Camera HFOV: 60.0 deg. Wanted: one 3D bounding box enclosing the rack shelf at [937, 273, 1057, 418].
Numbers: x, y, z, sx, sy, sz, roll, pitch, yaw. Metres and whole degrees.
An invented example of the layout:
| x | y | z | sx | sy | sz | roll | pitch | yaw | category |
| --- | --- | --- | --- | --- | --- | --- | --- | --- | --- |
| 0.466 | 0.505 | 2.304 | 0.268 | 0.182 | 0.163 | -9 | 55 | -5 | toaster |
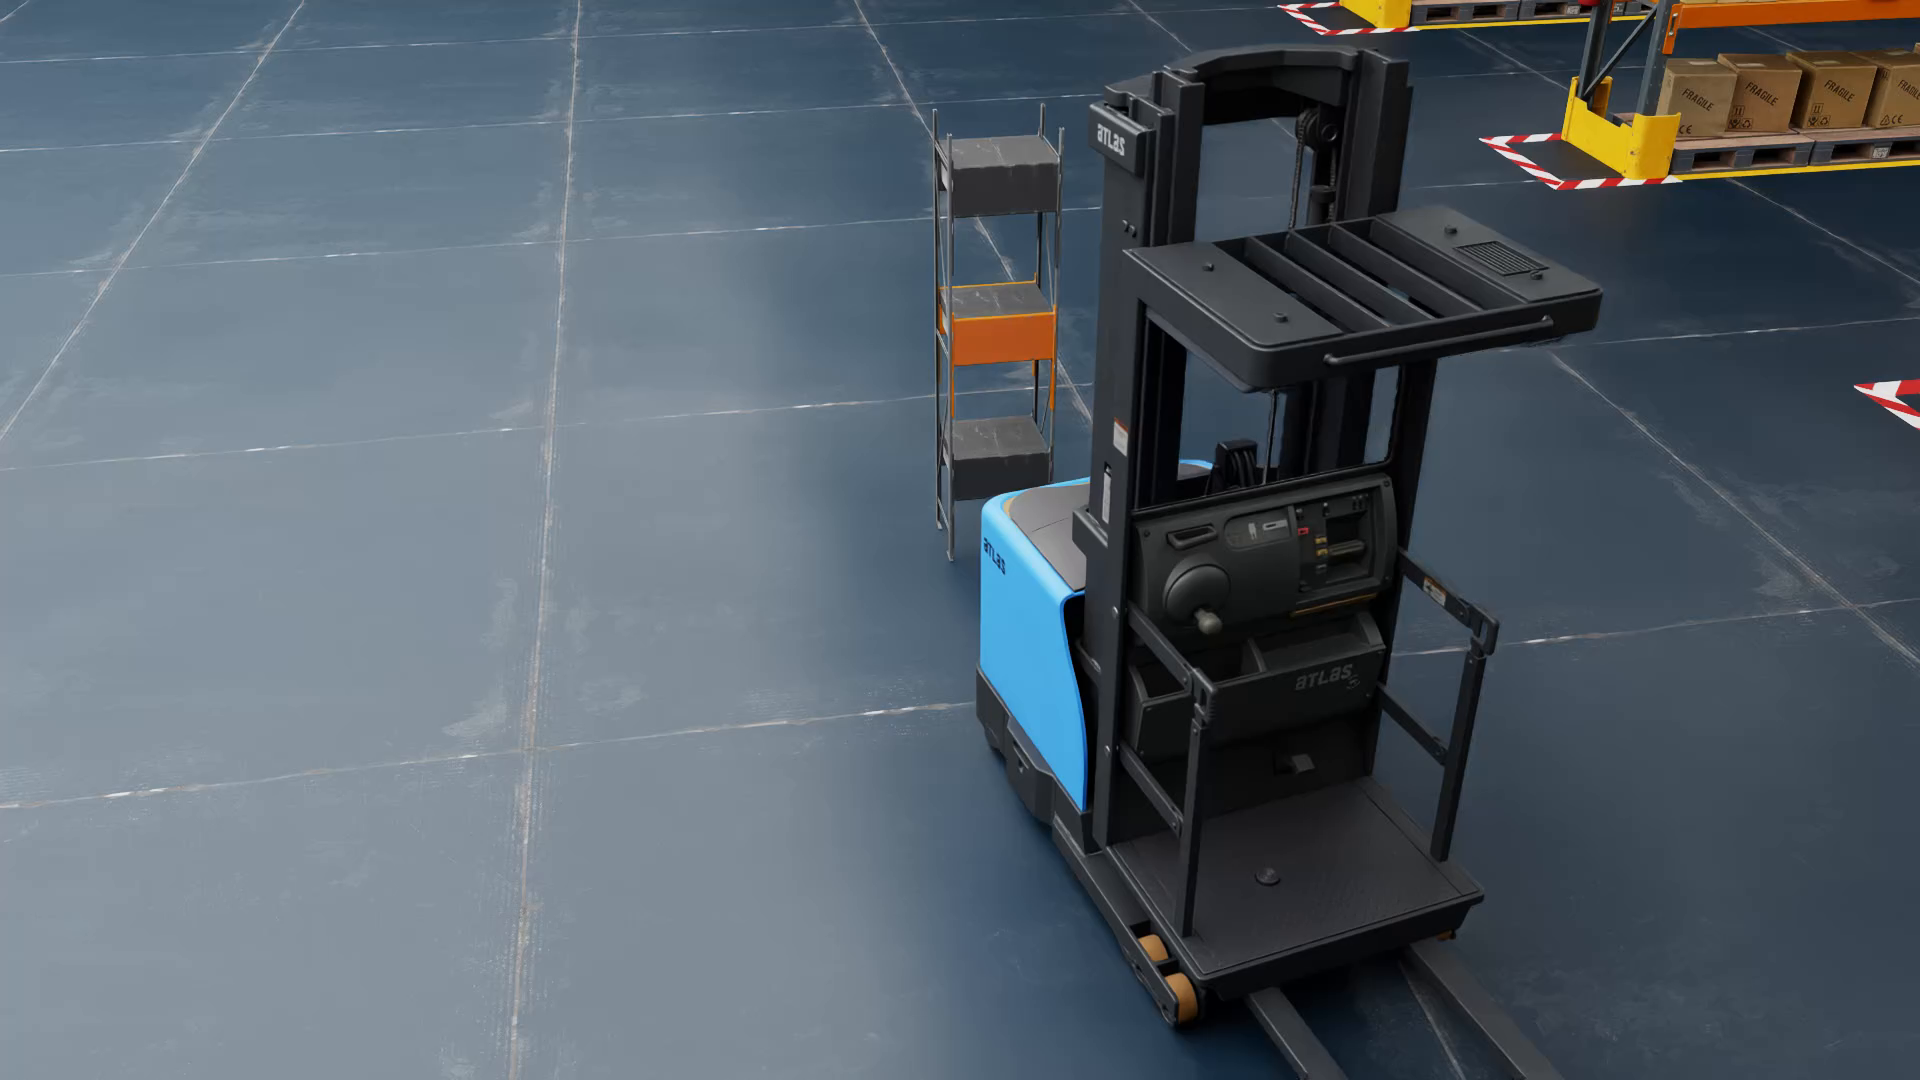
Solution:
| x | y | z | sx | sy | sz | roll | pitch | yaw | category |
| --- | --- | --- | --- | --- | --- | --- | --- | --- | --- |
| 0.163 | -0.908 | 7.750 | 0.480 | 0.518 | 0.431 | -5 | 31 | -9 | rack shelf |

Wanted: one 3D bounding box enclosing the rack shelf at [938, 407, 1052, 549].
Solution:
| x | y | z | sx | sy | sz | roll | pitch | yaw | category |
| --- | --- | --- | --- | --- | --- | --- | --- | --- | --- |
| 0.163 | -0.305 | 8.105 | 0.480 | 0.518 | 0.431 | -5 | 31 | -9 | rack shelf |

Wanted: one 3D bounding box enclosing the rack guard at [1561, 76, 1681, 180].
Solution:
| x | y | z | sx | sy | sz | roll | pitch | yaw | category |
| --- | --- | --- | --- | --- | --- | --- | --- | --- | --- |
| 5.326 | -3.345 | 13.446 | 0.348 | 0.500 | 1.175 | -5 | 31 | -9 | rack guard |

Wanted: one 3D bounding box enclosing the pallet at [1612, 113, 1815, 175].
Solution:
| x | y | z | sx | sy | sz | roll | pitch | yaw | category |
| --- | --- | --- | --- | --- | --- | --- | --- | --- | --- |
| 6.131 | -3.277 | 13.615 | 1.213 | 0.211 | 1.003 | -5 | 31 | -9 | pallet |

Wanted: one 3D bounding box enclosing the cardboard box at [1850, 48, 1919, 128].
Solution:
| x | y | z | sx | sy | sz | roll | pitch | yaw | category |
| --- | --- | --- | --- | --- | --- | --- | --- | --- | --- |
| 7.626 | -3.716 | 13.662 | 0.500 | 0.500 | 0.500 | -8 | 31 | -13 | cardboard box |

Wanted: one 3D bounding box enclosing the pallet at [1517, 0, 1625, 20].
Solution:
| x | y | z | sx | sy | sz | roll | pitch | yaw | category |
| --- | --- | --- | --- | --- | --- | --- | --- | --- | --- |
| 6.423 | -5.895 | 18.067 | 1.213 | 0.211 | 1.003 | -5 | 31 | -9 | pallet |

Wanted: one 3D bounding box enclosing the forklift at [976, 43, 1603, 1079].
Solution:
| x | y | z | sx | sy | sz | roll | pitch | yaw | category |
| --- | --- | --- | --- | --- | --- | --- | --- | --- | --- |
| 1.080 | 0.099 | 5.190 | 1.130 | 2.935 | 3.031 | -11 | 32 | -19 | forklift |

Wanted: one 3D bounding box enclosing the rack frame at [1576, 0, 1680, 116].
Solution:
| x | y | z | sx | sy | sz | roll | pitch | yaw | category |
| --- | --- | --- | --- | --- | --- | --- | --- | --- | --- |
| 5.251 | -4.416 | 12.801 | 0.127 | 3.000 | 1.000 | -5 | 31 | -9 | rack frame |

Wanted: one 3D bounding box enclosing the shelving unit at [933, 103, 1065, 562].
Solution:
| x | y | z | sx | sy | sz | roll | pitch | yaw | category |
| --- | --- | --- | --- | --- | --- | --- | --- | --- | --- |
| 0.163 | -0.920 | 7.743 | 0.503 | 2.100 | 0.431 | -5 | 31 | -9 | shelving unit |

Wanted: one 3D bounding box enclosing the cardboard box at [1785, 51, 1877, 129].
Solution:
| x | y | z | sx | sy | sz | roll | pitch | yaw | category |
| --- | --- | --- | --- | --- | --- | --- | --- | --- | --- |
| 7.069 | -3.687 | 13.614 | 0.500 | 0.500 | 0.500 | -3 | 31 | -4 | cardboard box |

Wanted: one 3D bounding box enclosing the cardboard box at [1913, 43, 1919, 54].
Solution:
| x | y | z | sx | sy | sz | roll | pitch | yaw | category |
| --- | --- | --- | --- | --- | --- | --- | --- | --- | --- |
| 8.223 | -3.812 | 13.825 | 0.500 | 0.500 | 0.500 | 4 | 31 | 7 | cardboard box |

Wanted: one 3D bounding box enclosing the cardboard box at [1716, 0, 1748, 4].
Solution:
| x | y | z | sx | sy | sz | roll | pitch | yaw | category |
| --- | --- | --- | --- | --- | --- | --- | --- | --- | --- |
| 5.824 | -4.228 | 12.729 | 0.250 | 0.149 | 0.380 | -5 | 31 | -9 | cardboard box |

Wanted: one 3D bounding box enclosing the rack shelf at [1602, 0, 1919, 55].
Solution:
| x | y | z | sx | sy | sz | roll | pitch | yaw | category |
| --- | --- | --- | --- | --- | --- | --- | --- | --- | --- |
| 7.218 | -4.288 | 13.294 | 4.000 | 0.370 | 1.077 | -5 | 31 | -9 | rack shelf |

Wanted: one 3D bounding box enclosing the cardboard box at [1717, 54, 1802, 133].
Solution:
| x | y | z | sx | sy | sz | roll | pitch | yaw | category |
| --- | --- | --- | --- | --- | --- | --- | --- | --- | --- |
| 6.450 | -3.640 | 13.532 | 0.500 | 0.500 | 0.500 | 2 | 31 | 4 | cardboard box |

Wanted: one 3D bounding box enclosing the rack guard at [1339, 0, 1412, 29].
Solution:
| x | y | z | sx | sy | sz | roll | pitch | yaw | category |
| --- | --- | --- | --- | --- | --- | --- | --- | --- | --- |
| 4.425 | -5.838 | 17.686 | 0.348 | 0.500 | 1.175 | -5 | 31 | -9 | rack guard |

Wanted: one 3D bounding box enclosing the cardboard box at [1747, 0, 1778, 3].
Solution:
| x | y | z | sx | sy | sz | roll | pitch | yaw | category |
| --- | --- | --- | --- | --- | --- | --- | --- | --- | --- |
| 6.072 | -4.243 | 12.755 | 0.250 | 0.149 | 0.380 | -5 | 31 | -9 | cardboard box |

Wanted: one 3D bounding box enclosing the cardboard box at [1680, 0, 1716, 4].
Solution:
| x | y | z | sx | sy | sz | roll | pitch | yaw | category |
| --- | --- | --- | --- | --- | --- | --- | --- | --- | --- |
| 5.574 | -4.215 | 12.706 | 0.250 | 0.149 | 0.380 | -5 | 31 | -9 | cardboard box |

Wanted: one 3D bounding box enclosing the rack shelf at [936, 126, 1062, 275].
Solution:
| x | y | z | sx | sy | sz | roll | pitch | yaw | category |
| --- | --- | --- | --- | --- | --- | --- | --- | --- | --- |
| 0.163 | -1.512 | 7.396 | 0.480 | 0.518 | 0.431 | -5 | 31 | -9 | rack shelf |

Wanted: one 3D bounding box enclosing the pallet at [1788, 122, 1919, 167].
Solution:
| x | y | z | sx | sy | sz | roll | pitch | yaw | category |
| --- | --- | --- | --- | --- | --- | --- | --- | --- | --- |
| 7.329 | -3.387 | 13.802 | 1.213 | 0.211 | 1.003 | -5 | 31 | -9 | pallet |

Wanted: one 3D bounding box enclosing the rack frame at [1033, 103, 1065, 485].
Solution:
| x | y | z | sx | sy | sz | roll | pitch | yaw | category |
| --- | --- | --- | --- | --- | --- | --- | --- | --- | --- |
| 0.403 | -0.943 | 7.781 | 0.015 | 2.100 | 0.400 | -5 | 31 | -9 | rack frame |

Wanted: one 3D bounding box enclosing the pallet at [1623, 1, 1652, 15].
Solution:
| x | y | z | sx | sy | sz | roll | pitch | yaw | category |
| --- | --- | --- | --- | --- | --- | --- | --- | --- | --- |
| 7.625 | -6.008 | 18.259 | 1.213 | 0.211 | 1.003 | -5 | 31 | -9 | pallet |

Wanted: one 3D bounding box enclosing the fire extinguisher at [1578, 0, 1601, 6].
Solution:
| x | y | z | sx | sy | sz | roll | pitch | yaw | category |
| --- | --- | --- | --- | --- | --- | --- | --- | --- | --- |
| 5.055 | -4.602 | 13.193 | 0.183 | 0.674 | 0.296 | -5 | 31 | -9 | fire extinguisher |

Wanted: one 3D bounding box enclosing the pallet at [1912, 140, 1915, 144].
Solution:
| x | y | z | sx | sy | sz | roll | pitch | yaw | category |
| --- | --- | --- | --- | --- | --- | --- | --- | --- | --- |
| 8.531 | -3.500 | 13.994 | 1.213 | 0.211 | 1.003 | -5 | 31 | -9 | pallet |

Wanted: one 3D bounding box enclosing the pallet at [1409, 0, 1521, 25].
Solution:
| x | y | z | sx | sy | sz | roll | pitch | yaw | category |
| --- | --- | --- | --- | --- | --- | --- | --- | --- | --- |
| 5.225 | -5.785 | 17.881 | 1.213 | 0.211 | 1.003 | -5 | 31 | -9 | pallet |

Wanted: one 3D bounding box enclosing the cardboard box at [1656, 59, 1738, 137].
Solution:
| x | y | z | sx | sy | sz | roll | pitch | yaw | category |
| --- | --- | --- | --- | --- | --- | --- | --- | --- | --- |
| 5.868 | -3.568 | 13.411 | 0.500 | 0.500 | 0.500 | 0 | 30 | 0 | cardboard box |

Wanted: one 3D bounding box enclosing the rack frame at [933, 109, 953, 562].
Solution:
| x | y | z | sx | sy | sz | roll | pitch | yaw | category |
| --- | --- | --- | --- | --- | --- | --- | --- | --- | --- |
| -0.077 | -0.898 | 7.706 | 0.015 | 2.100 | 0.400 | -5 | 31 | -9 | rack frame |
